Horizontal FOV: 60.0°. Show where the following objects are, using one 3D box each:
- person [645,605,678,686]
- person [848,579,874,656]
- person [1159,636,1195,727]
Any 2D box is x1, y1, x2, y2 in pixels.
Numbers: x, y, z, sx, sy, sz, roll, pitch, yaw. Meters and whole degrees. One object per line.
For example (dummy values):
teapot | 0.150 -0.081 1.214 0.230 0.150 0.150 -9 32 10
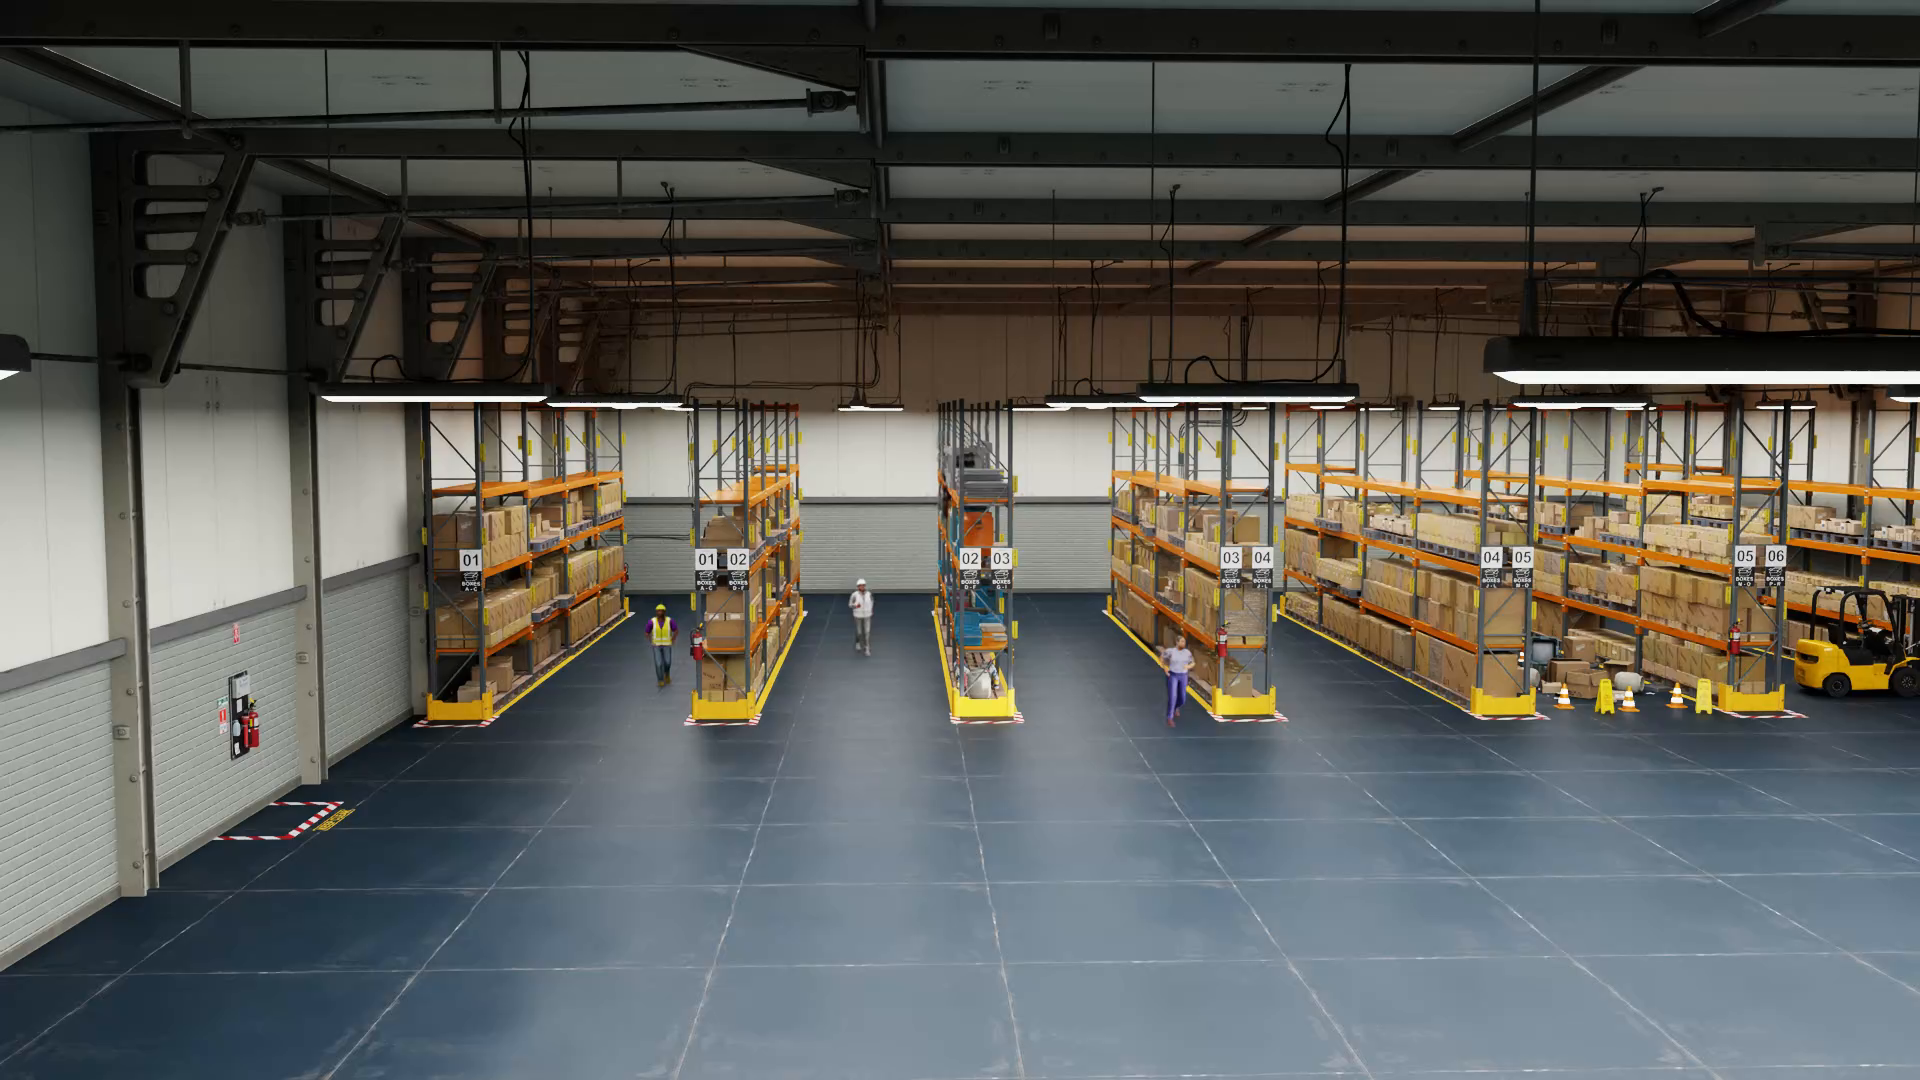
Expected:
person | -6.247 2.213 34.828 0.692 1.720 0.589 -1 4 -11
person | -2.319 1.819 39.425 0.657 1.776 0.928 -1 4 -14
person | 4.045 2.589 30.865 0.640 1.638 0.895 -1 4 -14
